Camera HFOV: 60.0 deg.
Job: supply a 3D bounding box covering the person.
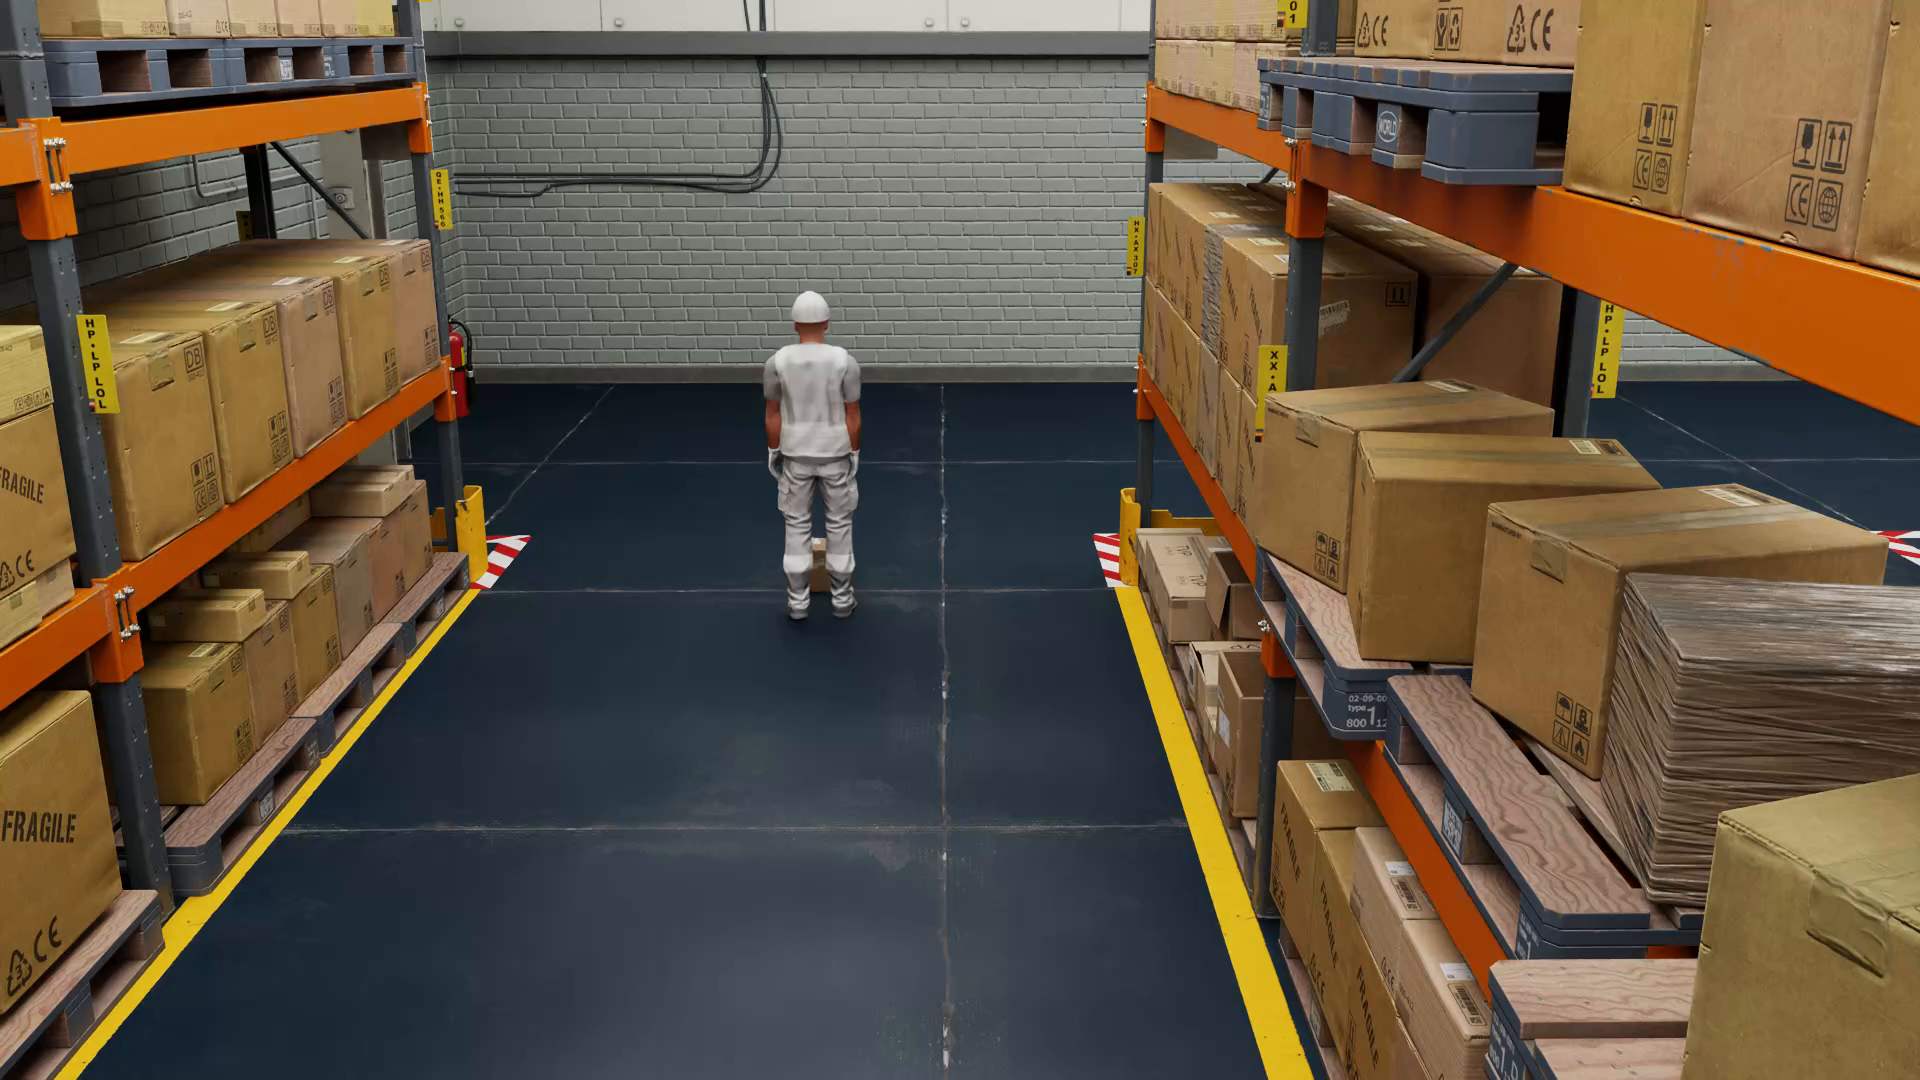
[{"bbox_3d":[-0.784,-0.449,8.995,0.524,1.794,0.345,0,17,1],"label":"person"}]
